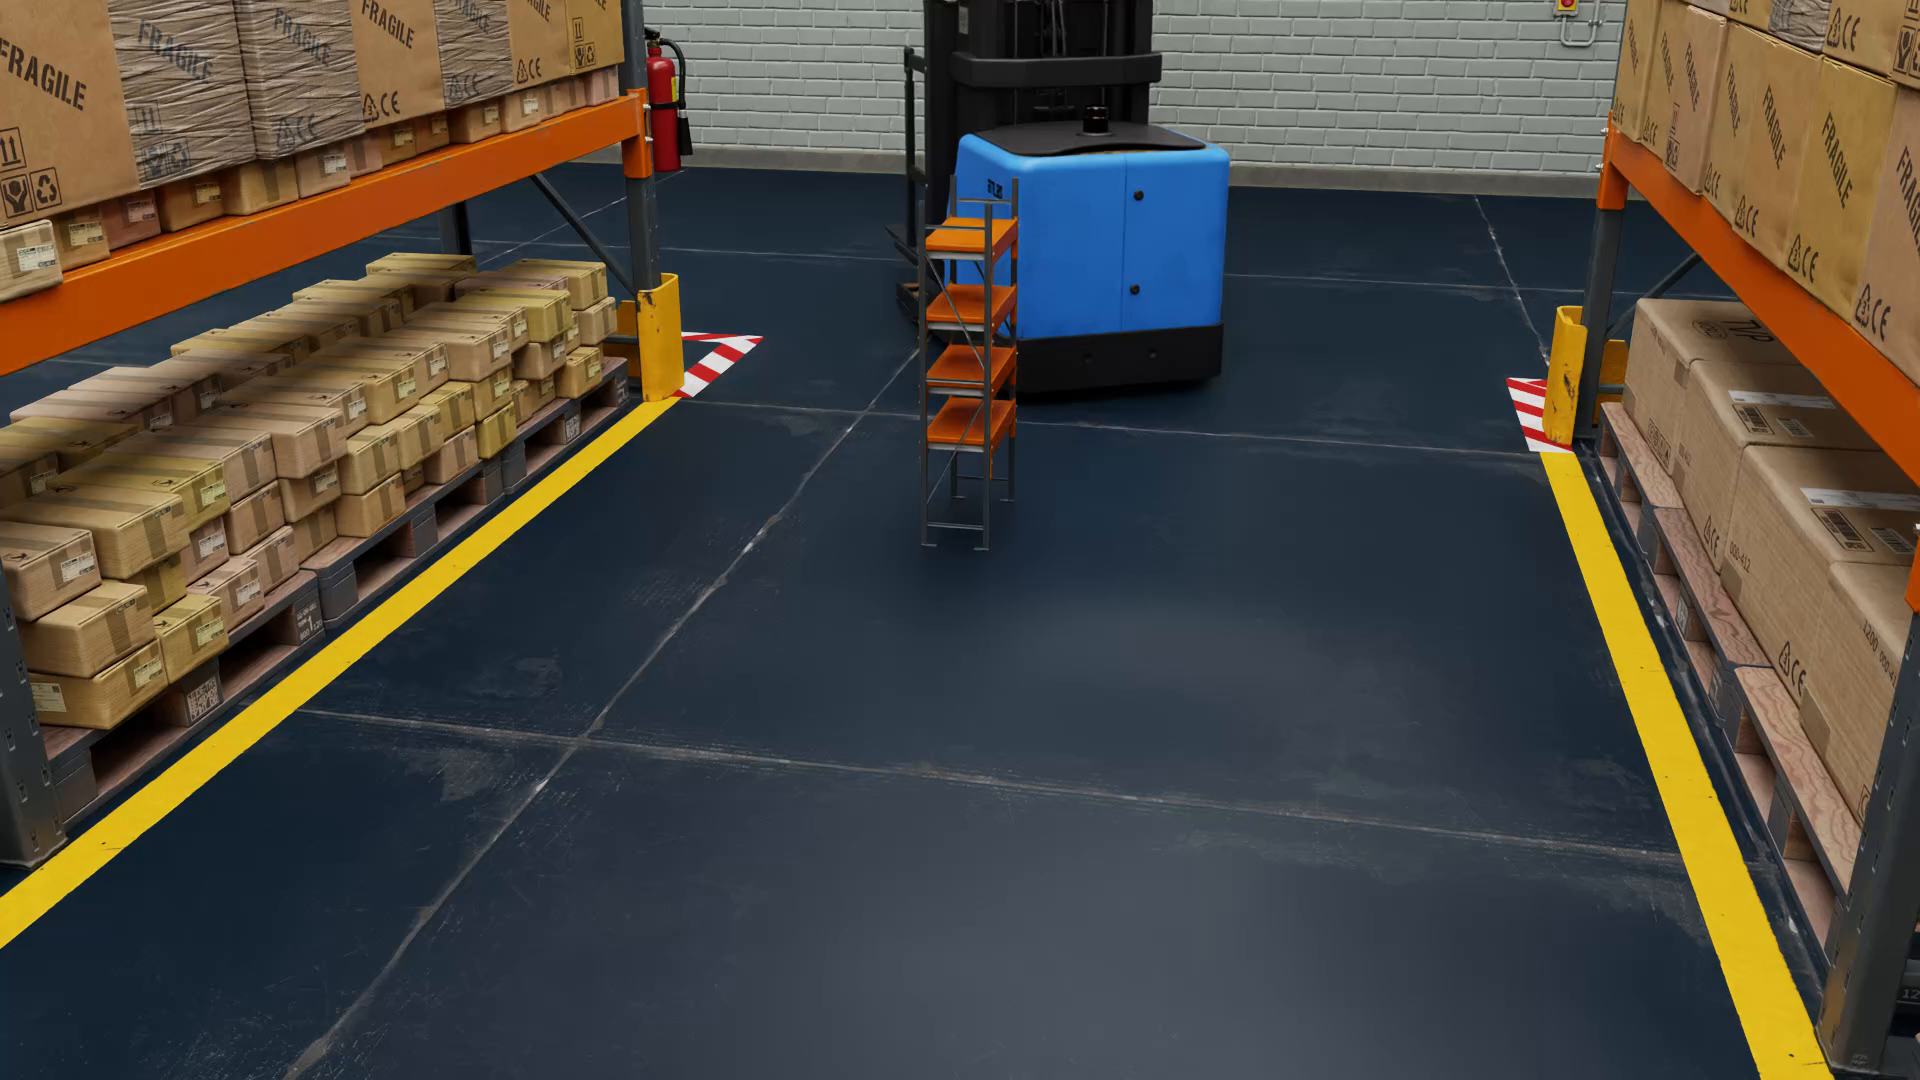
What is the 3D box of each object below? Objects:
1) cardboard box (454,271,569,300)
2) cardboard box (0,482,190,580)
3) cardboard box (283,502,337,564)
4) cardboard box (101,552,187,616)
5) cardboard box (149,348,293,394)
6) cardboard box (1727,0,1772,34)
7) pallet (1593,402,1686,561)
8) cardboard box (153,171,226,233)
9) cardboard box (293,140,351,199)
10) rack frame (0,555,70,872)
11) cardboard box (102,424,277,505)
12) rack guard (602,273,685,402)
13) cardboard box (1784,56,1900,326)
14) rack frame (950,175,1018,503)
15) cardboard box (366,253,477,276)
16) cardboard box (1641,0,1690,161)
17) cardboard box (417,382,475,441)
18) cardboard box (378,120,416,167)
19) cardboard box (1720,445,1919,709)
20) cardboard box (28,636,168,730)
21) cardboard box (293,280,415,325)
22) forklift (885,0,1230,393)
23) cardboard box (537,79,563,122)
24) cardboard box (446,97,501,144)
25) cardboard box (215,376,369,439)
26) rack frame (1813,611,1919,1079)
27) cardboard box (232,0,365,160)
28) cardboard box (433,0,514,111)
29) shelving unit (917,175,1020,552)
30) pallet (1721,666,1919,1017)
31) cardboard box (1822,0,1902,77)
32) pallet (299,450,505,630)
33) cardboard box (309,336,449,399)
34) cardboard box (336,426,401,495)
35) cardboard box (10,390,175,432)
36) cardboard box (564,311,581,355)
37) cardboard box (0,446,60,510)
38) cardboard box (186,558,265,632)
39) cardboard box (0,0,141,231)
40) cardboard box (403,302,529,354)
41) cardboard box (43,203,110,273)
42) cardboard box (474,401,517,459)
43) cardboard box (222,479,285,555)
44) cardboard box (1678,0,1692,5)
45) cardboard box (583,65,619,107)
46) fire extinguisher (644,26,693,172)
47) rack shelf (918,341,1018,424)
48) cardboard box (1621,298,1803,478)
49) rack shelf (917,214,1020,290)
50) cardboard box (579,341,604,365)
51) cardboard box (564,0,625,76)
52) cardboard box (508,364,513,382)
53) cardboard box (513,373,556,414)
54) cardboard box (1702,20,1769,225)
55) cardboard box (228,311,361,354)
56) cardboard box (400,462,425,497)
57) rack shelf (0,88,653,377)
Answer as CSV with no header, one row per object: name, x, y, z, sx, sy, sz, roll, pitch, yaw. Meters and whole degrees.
cardboard box,-1.810,-0.982,6.735,0.380,0.149,0.250,5,22,12
cardboard box,-2.272,-0.026,4.361,0.380,0.149,0.250,6,23,14
cardboard box,-2.193,-0.042,5.198,0.380,0.149,0.250,4,22,9
cardboard box,-2.308,0.111,4.420,0.380,0.149,0.250,5,22,11
cardboard box,-2.489,-0.535,5.624,0.380,0.149,0.250,5,22,11
cardboard box,2.350,-1.589,4.313,0.500,0.500,0.500,5,22,11
pallet,2.937,-0.202,6.073,1.003,0.211,1.213,4,22,11
cardboard box,-2.237,-0.934,4.494,0.380,0.149,0.250,3,22,9
cardboard box,-2.060,-1.119,4.953,0.380,0.149,0.250,5,23,13
rack frame,-2.659,-0.671,3.506,1.000,3.000,0.127,4,22,11
cardboard box,-2.238,-0.220,4.841,0.380,0.149,0.250,4,22,10
rack guard,-1.859,-0.947,7.536,1.175,0.500,0.348,4,22,11
cardboard box,2.151,-0.755,3.580,0.500,0.500,0.500,4,22,10
rack frame,0.084,-0.706,6.001,0.240,1.200,0.015,4,22,11
cardboard box,-2.282,-1.117,7.069,0.380,0.149,0.250,3,22,8
cardboard box,2.569,-1.500,5.428,0.500,0.500,0.500,4,22,10
cardboard box,-1.939,-0.457,5.829,0.380,0.149,0.250,6,23,14
cardboard box,-2.020,-1.314,5.438,0.380,0.149,0.250,5,22,12
cardboard box,2.623,0.114,4.424,0.875,0.438,0.875,4,22,9
cardboard box,-2.270,0.347,4.230,0.380,0.149,0.250,3,22,9
cardboard box,-2.398,-0.925,6.592,0.380,0.149,0.250,4,22,11
forklift,0.293,-2.521,8.190,1.130,2.935,3.031,-6,23,-15
cardboard box,-1.757,-1.696,6.386,0.380,0.149,0.250,4,22,10
cardboard box,-1.869,-1.507,5.916,0.380,0.149,0.250,3,22,9
cardboard box,-2.131,-0.412,5.320,0.380,0.149,0.250,4,22,9
rack frame,2.207,-0.331,2.660,1.000,3.000,0.127,4,22,11
cardboard box,-2.079,-1.381,4.735,0.500,0.500,0.500,4,22,10
cardboard box,-1.887,-1.761,5.678,0.500,0.500,0.500,5,22,11
shelving unit,0.034,-0.617,5.780,0.258,1.200,0.503,4,22,11
pallet,2.439,0.690,3.857,1.003,0.211,1.213,4,22,11
cardboard box,2.145,-1.220,3.395,0.500,0.500,0.500,4,22,10
pallet,-2.310,-0.074,5.754,1.003,0.211,1.213,4,22,11
cardboard box,-2.016,-0.598,5.780,0.380,0.149,0.250,4,22,9
cardboard box,-2.043,-0.266,5.355,0.380,0.149,0.250,4,22,11
cardboard box,-2.690,-0.353,5.172,0.380,0.149,0.250,3,22,8
cardboard box,-1.777,-0.838,6.776,0.380,0.149,0.250,4,22,10
cardboard box,-2.784,-0.158,4.688,0.380,0.149,0.250,4,22,10
cardboard box,-2.216,0.155,4.707,0.380,0.149,0.250,4,22,11
cardboard box,-2.311,-1.018,3.833,0.500,0.500,0.500,4,22,10
cardboard box,-1.854,-0.788,6.253,0.380,0.149,0.250,4,22,9
cardboard box,-2.301,-0.734,3.997,0.380,0.149,0.250,5,22,12
cardboard box,-1.866,-0.417,6.128,0.380,0.149,0.250,3,22,9
cardboard box,-2.236,-0.080,4.892,0.380,0.149,0.250,3,22,8
cardboard box,2.548,-1.961,5.235,0.500,0.500,0.500,4,22,9
cardboard box,-1.633,-1.877,6.835,0.380,0.149,0.250,4,22,11
fire extinguisher,-1.340,-1.982,7.363,0.296,0.674,0.183,4,22,11
rack shelf,0.034,-0.555,5.805,0.258,0.148,0.480,4,22,11
cardboard box,2.987,-0.551,6.075,0.875,0.438,0.875,4,22,9
rack shelf,0.034,-0.982,5.633,0.258,0.148,0.480,4,22,11
cardboard box,-1.746,-0.798,7.075,0.380,0.149,0.250,5,22,12
cardboard box,-1.683,-2.135,6.607,0.500,0.500,0.500,5,22,12
cardboard box,-1.931,-0.649,6.306,0.380,0.149,0.250,4,22,10
cardboard box,-1.838,-0.607,6.598,0.380,0.149,0.250,4,22,11
cardboard box,2.361,-1.130,4.511,0.500,0.500,0.500,5,23,13
cardboard box,-2.433,-0.727,6.101,0.380,0.149,0.250,5,23,13
cardboard box,-2.067,-0.232,5.668,0.380,0.149,0.250,5,22,12
rack shelf,-2.251,-1.069,5.456,1.077,0.370,4.000,4,22,11
